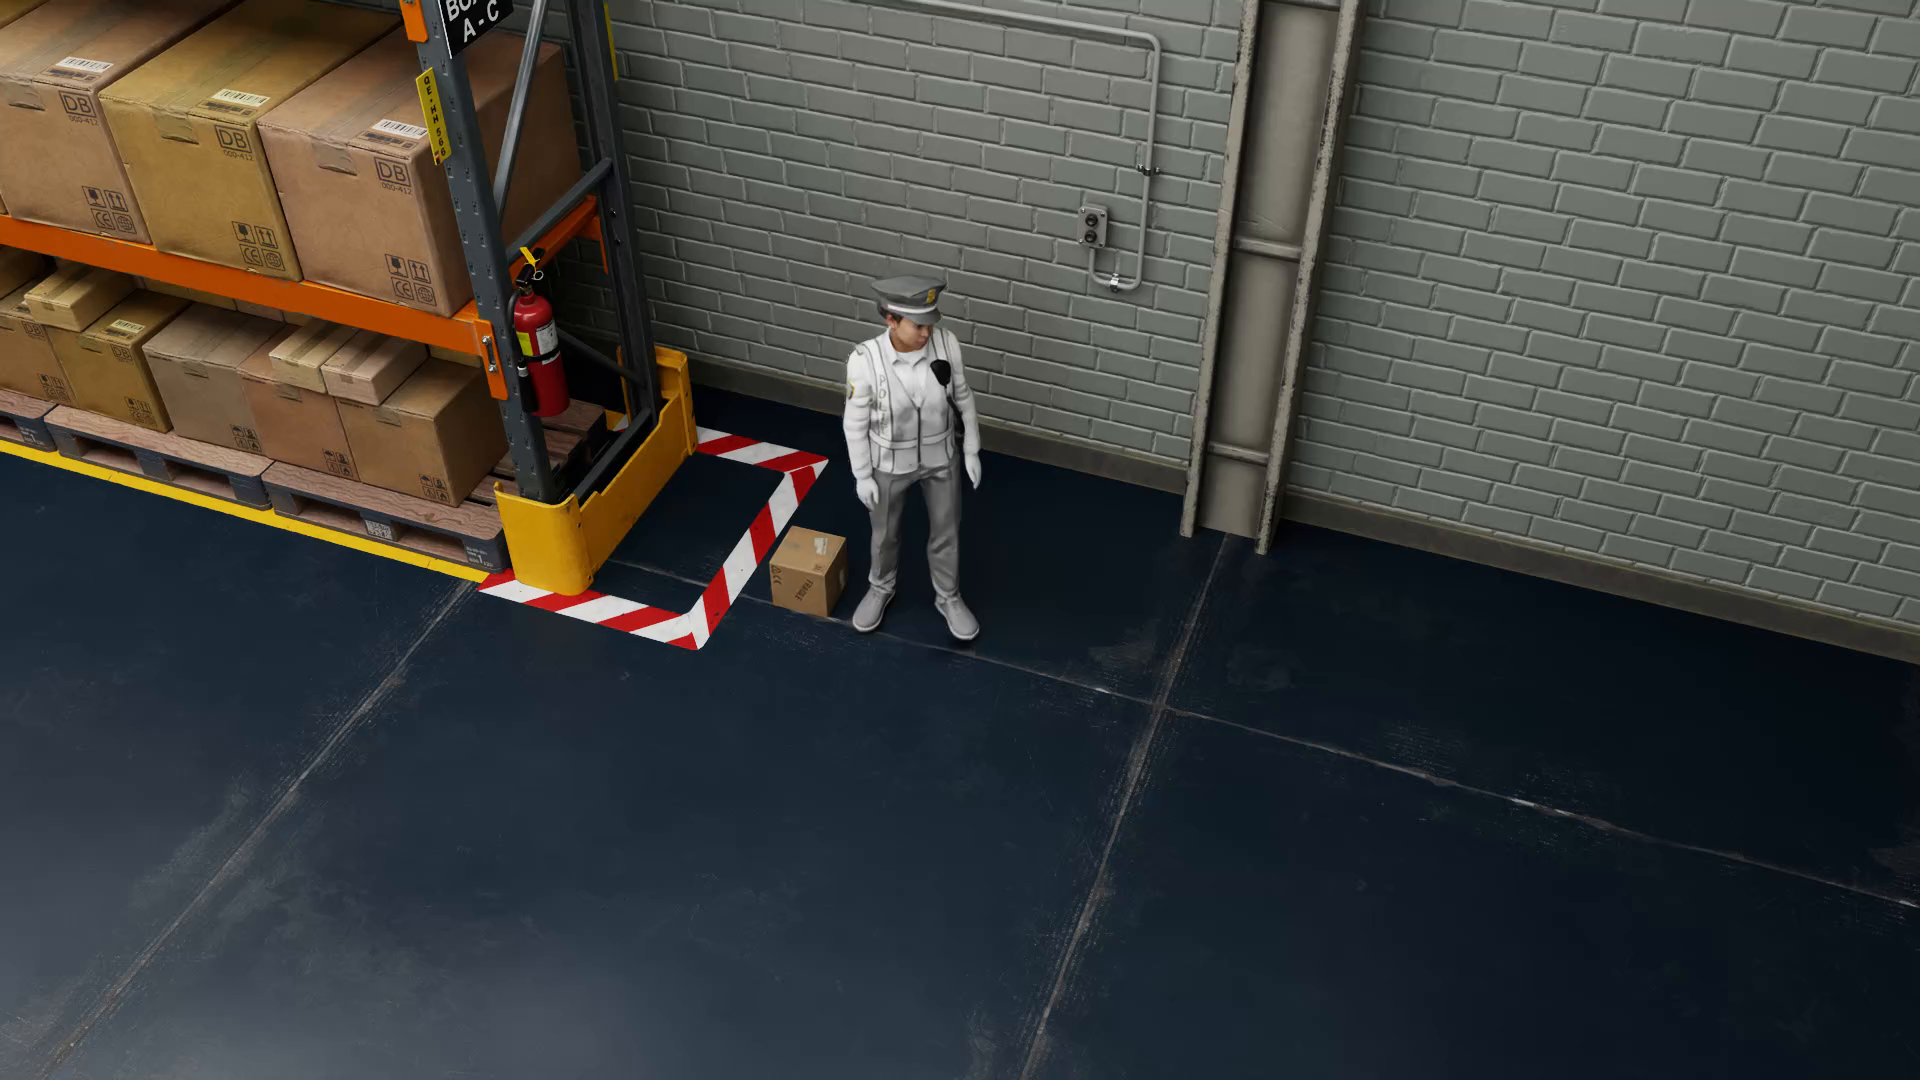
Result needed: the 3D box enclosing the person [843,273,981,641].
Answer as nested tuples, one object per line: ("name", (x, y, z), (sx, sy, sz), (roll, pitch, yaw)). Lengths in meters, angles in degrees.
("person", (-0.181, -0.298, 6.445), (0.543, 1.679, 0.415), (-9, 43, -10))
